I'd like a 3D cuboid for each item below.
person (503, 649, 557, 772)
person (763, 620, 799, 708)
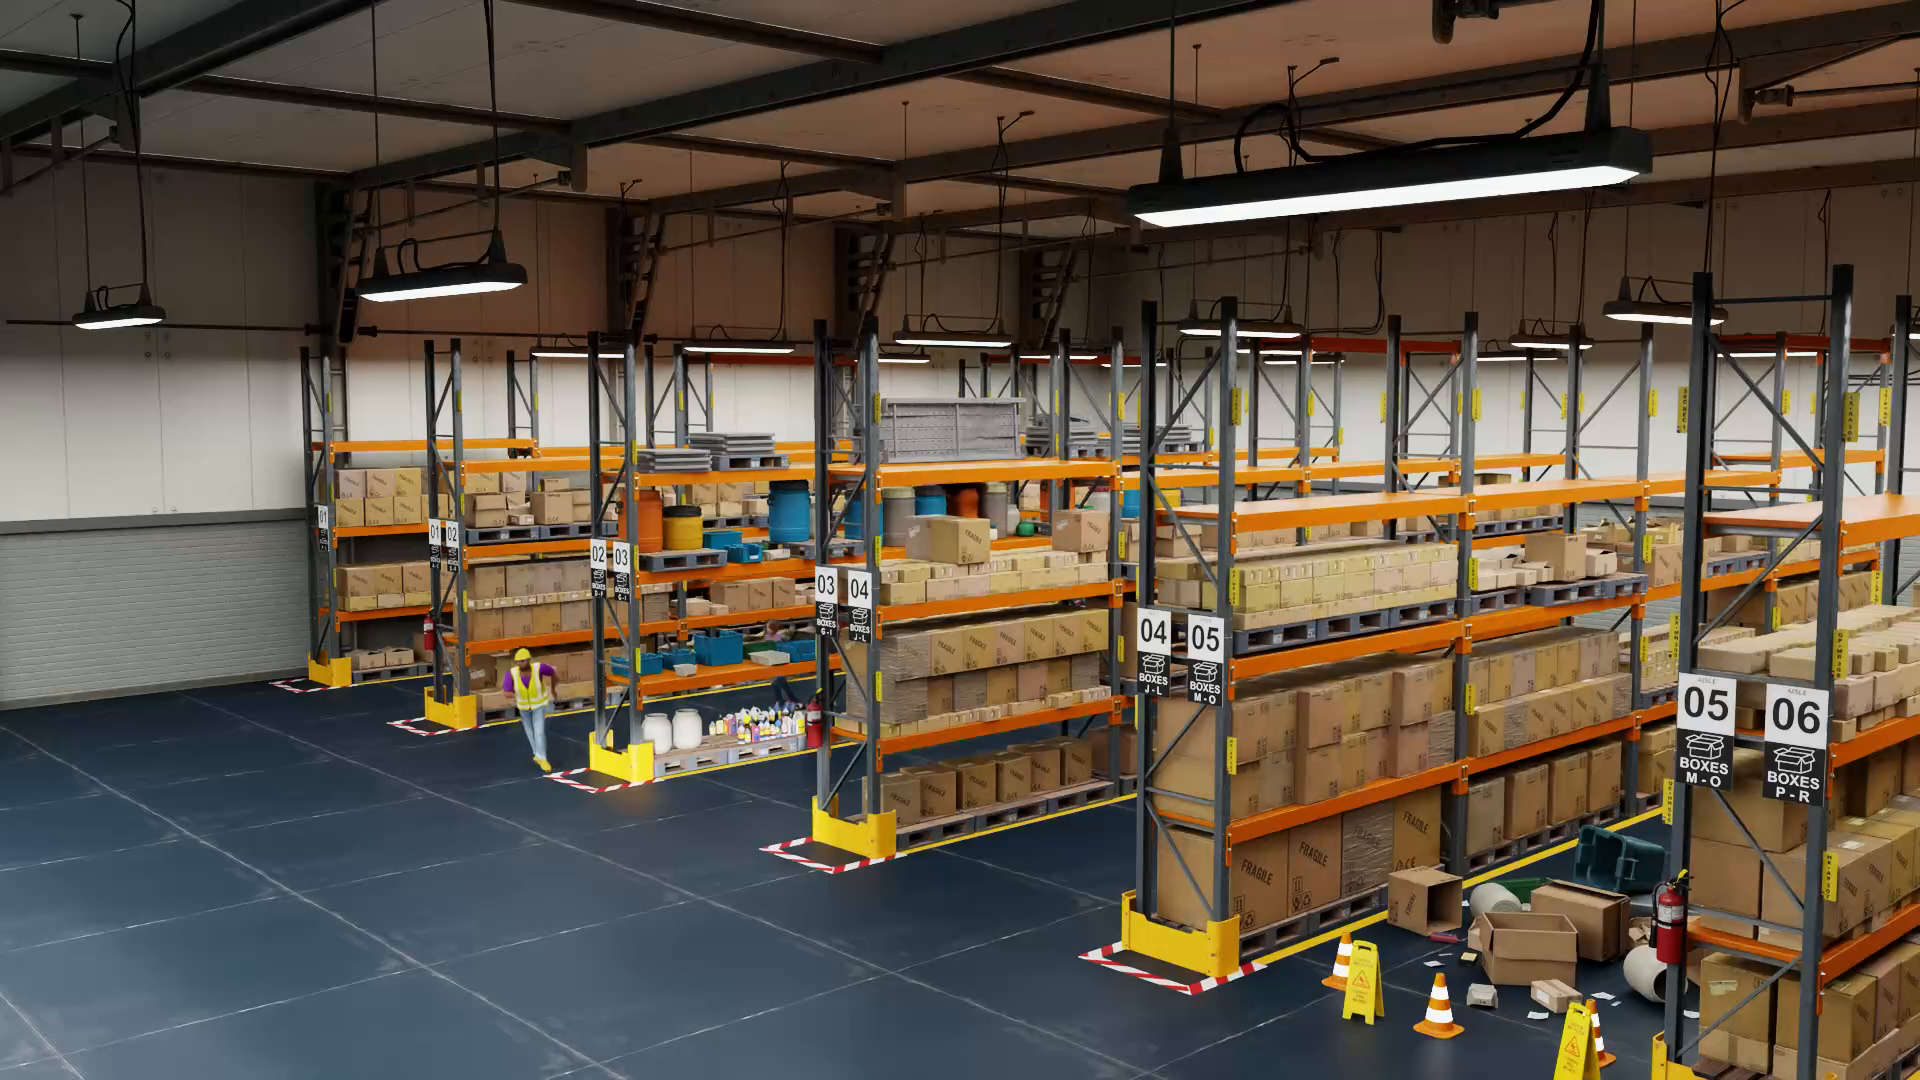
[{"bbox_3d":[-5.899,2.306,22.848,0.655,1.689,0.989,0,5,1],"label":"person"},{"bbox_3d":[-2.880,2.046,26.677,0.535,1.562,0.903,4,6,37],"label":"person"}]
